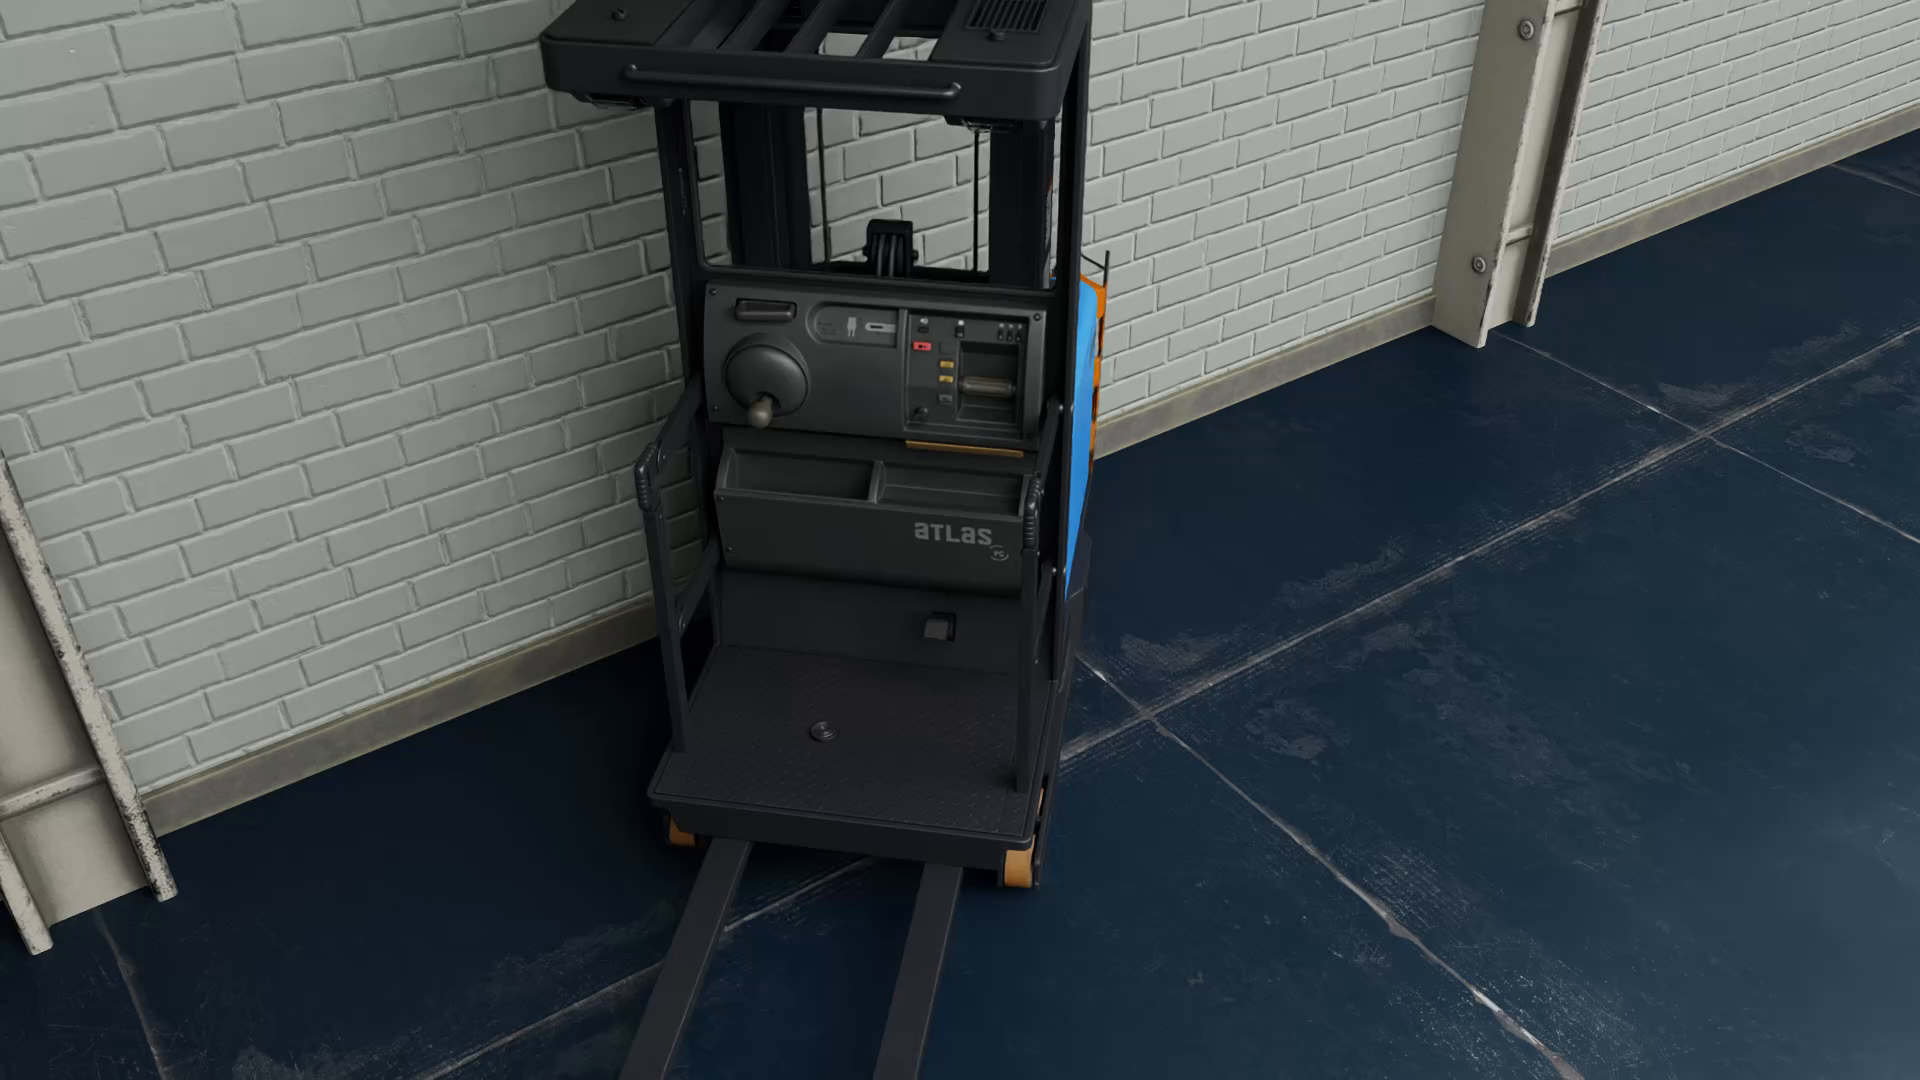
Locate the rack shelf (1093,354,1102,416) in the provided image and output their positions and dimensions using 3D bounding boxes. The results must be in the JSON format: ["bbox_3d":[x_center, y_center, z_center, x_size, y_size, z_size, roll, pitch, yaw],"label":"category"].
[{"bbox_3d":[0.359,-0.583,6.172,0.240,0.259,0.215,-21,40,-29],"label":"rack shelf"}]

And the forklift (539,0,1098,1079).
[{"bbox_3d":[-0.268,-0.406,4.304,1.130,2.935,3.031,5,36,8],"label":"forklift"}]

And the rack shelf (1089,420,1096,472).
[{"bbox_3d":[0.353,-0.354,6.329,0.240,0.259,0.215,-21,40,-29],"label":"rack shelf"}]

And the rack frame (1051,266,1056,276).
[{"bbox_3d":[0.260,-0.553,6.106,0.008,1.050,0.200,-21,40,-29],"label":"rack frame"}]

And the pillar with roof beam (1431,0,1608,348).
[{"bbox_3d":[4.868,-2.596,2.153,0.400,9.000,9.100,-22,41,-28],"label":"pillar with roof beam"}]

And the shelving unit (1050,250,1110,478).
[{"bbox_3d":[0.359,-0.592,6.166,0.252,1.050,0.215,-21,40,-29],"label":"shelving unit"}]

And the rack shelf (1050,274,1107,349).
[{"bbox_3d":[0.365,-0.817,6.012,0.240,0.259,0.215,-21,40,-29],"label":"rack shelf"}]

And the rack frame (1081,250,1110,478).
[{"bbox_3d":[0.458,-0.630,6.226,0.008,1.050,0.200,-21,40,-29],"label":"rack frame"}]
